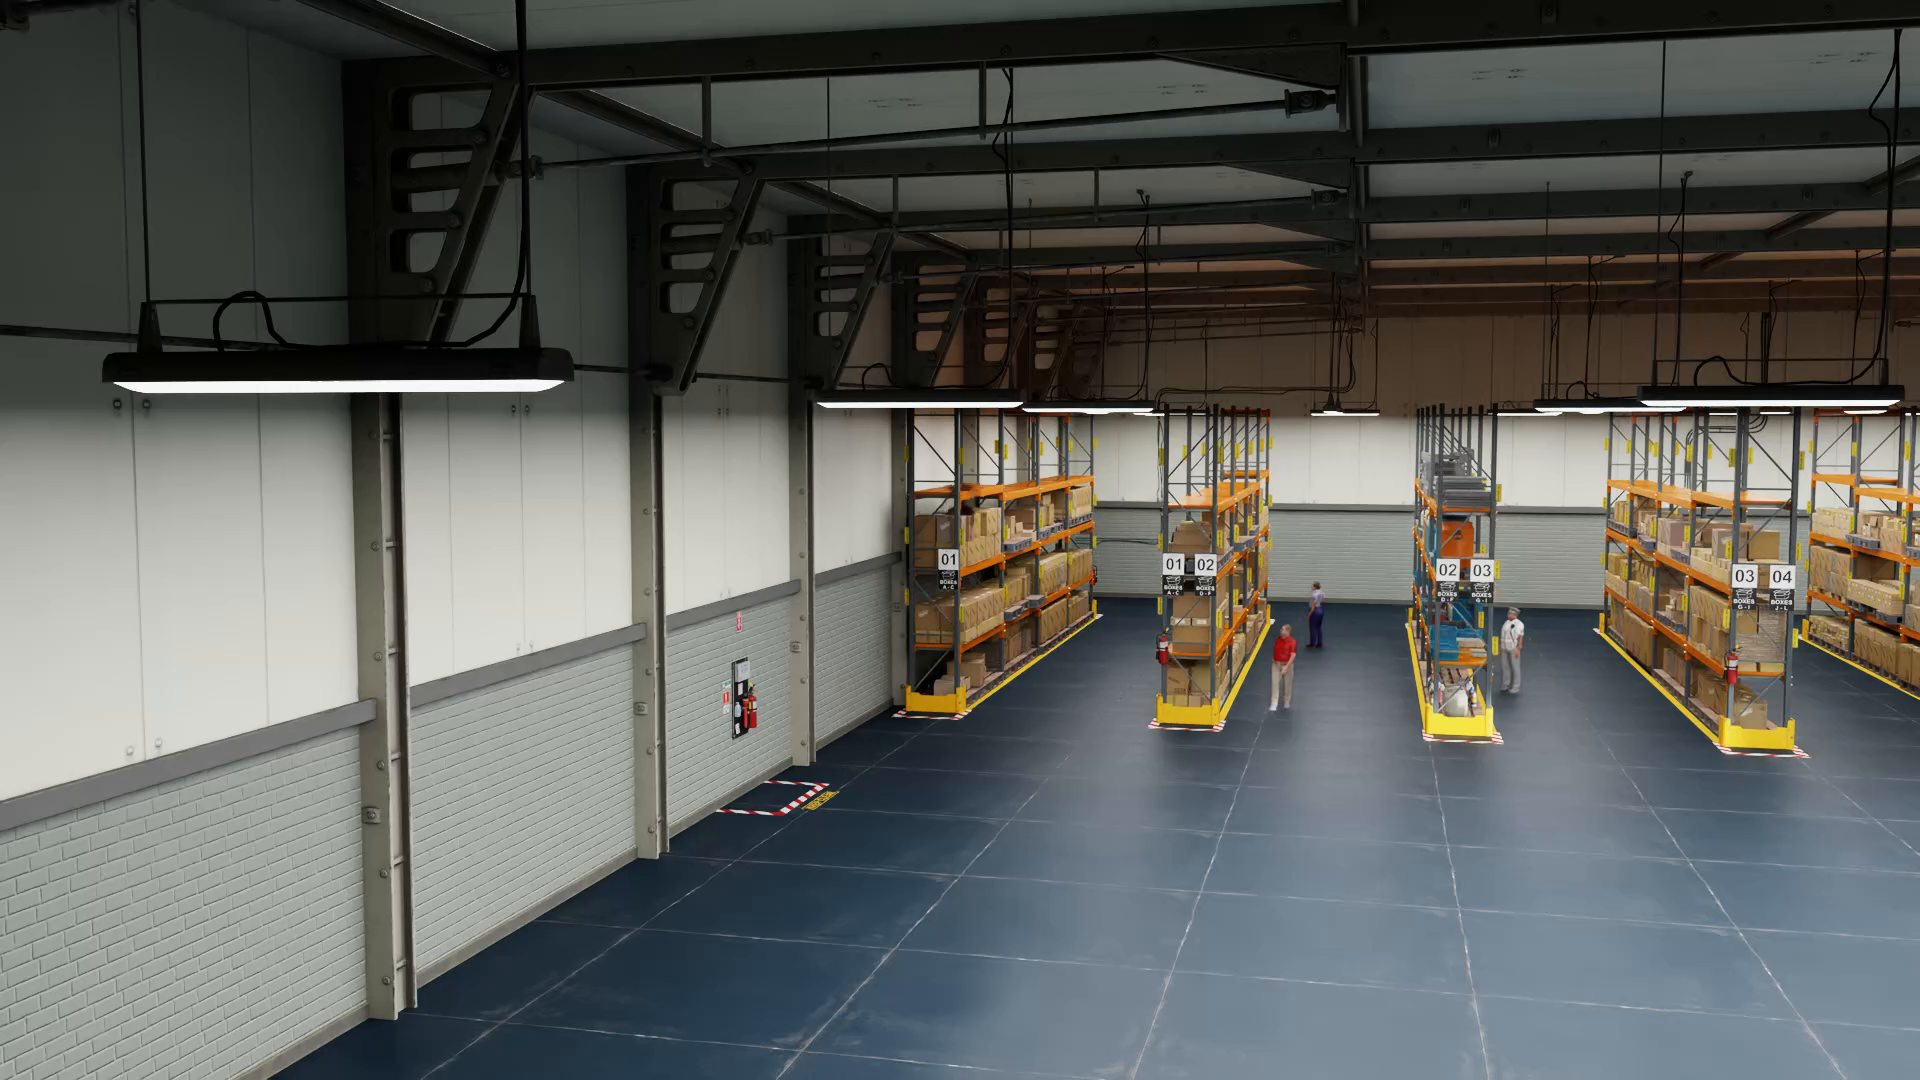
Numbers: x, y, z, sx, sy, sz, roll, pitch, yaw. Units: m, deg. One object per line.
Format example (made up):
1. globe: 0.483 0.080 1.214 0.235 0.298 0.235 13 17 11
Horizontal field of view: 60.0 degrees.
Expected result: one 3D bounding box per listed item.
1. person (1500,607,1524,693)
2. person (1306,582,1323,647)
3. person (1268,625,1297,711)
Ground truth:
1. person: 11.589 2.299 34.980 0.415 1.789 0.544 -3 5 -37
2. person: 8.875 1.868 41.626 0.404 1.666 0.492 2 5 25
3. person: 6.331 2.530 32.512 0.492 1.597 1.036 1 4 18
